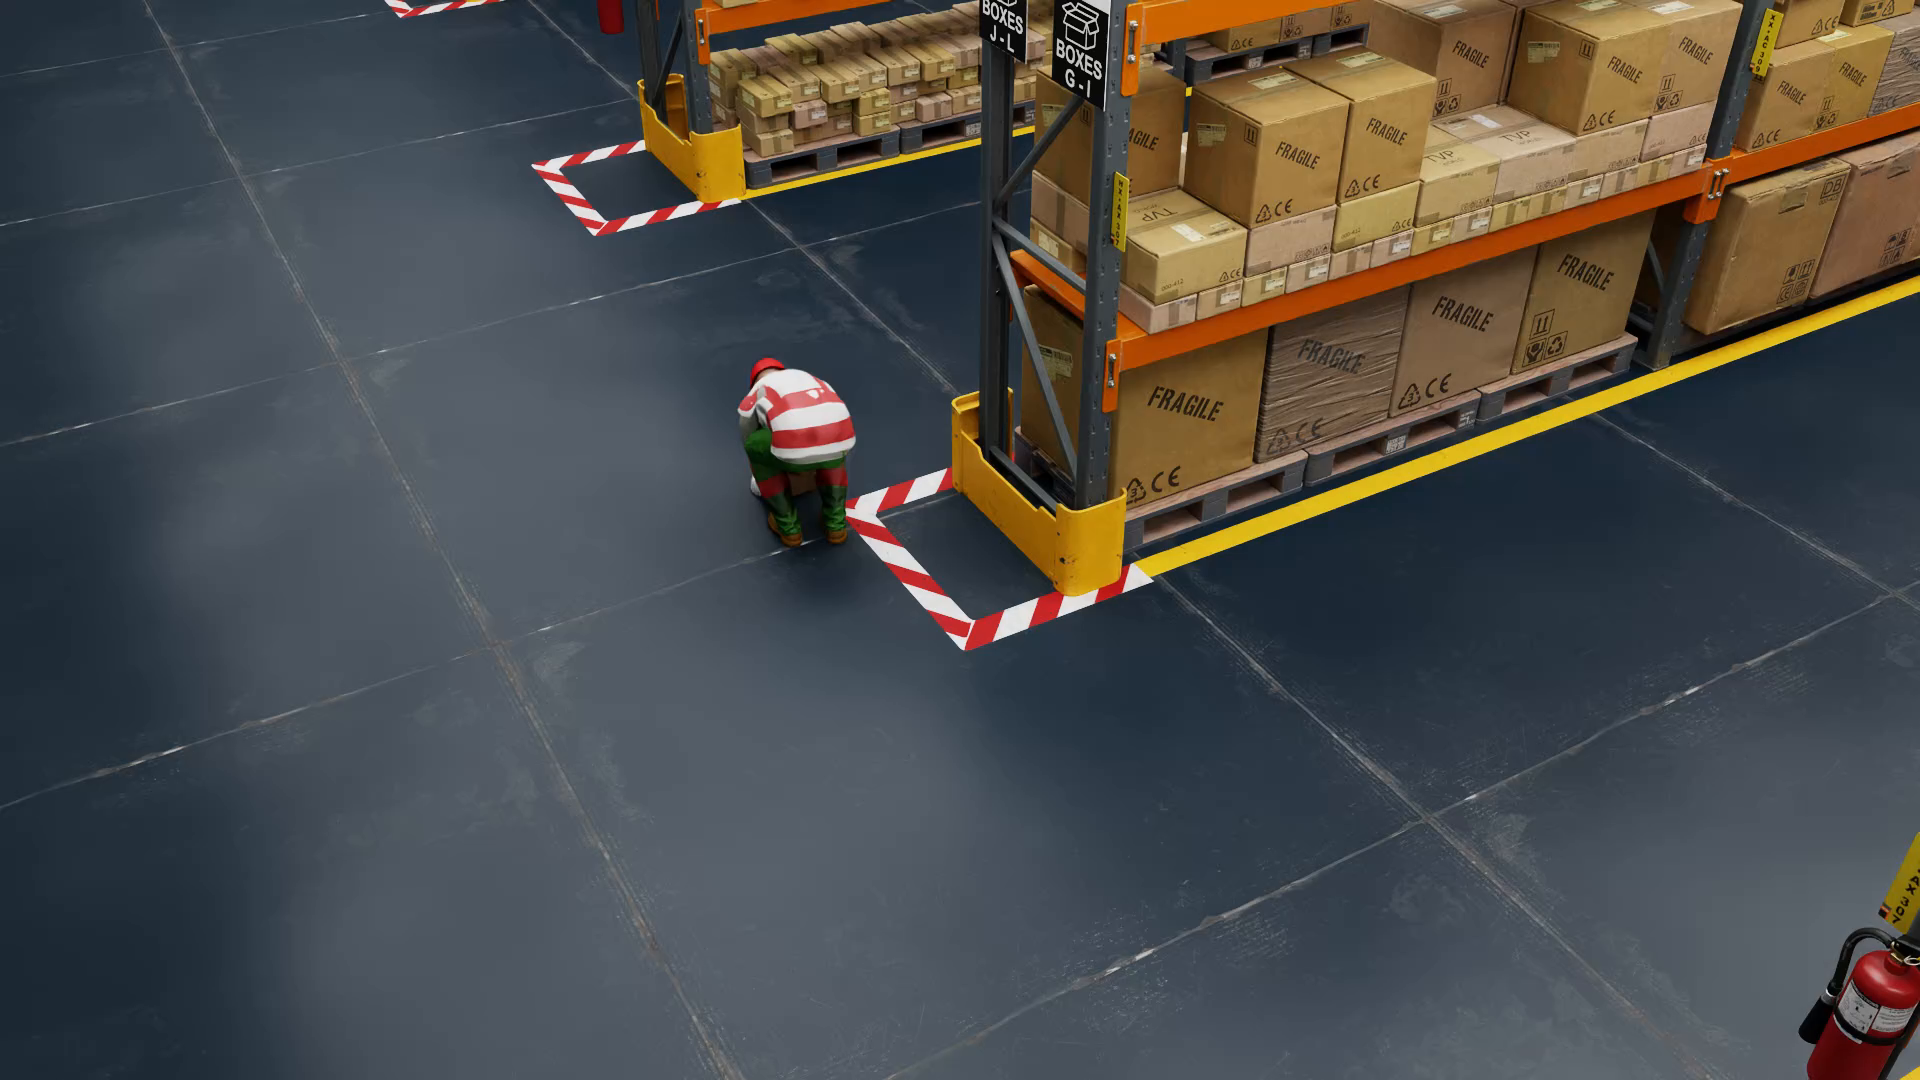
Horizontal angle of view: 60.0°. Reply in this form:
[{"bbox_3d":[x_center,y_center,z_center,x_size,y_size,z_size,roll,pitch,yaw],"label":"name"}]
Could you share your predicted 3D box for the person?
[{"bbox_3d":[-0.823,-0.462,8.322,0.526,0.893,0.961,-13,38,-17],"label":"person"}]
